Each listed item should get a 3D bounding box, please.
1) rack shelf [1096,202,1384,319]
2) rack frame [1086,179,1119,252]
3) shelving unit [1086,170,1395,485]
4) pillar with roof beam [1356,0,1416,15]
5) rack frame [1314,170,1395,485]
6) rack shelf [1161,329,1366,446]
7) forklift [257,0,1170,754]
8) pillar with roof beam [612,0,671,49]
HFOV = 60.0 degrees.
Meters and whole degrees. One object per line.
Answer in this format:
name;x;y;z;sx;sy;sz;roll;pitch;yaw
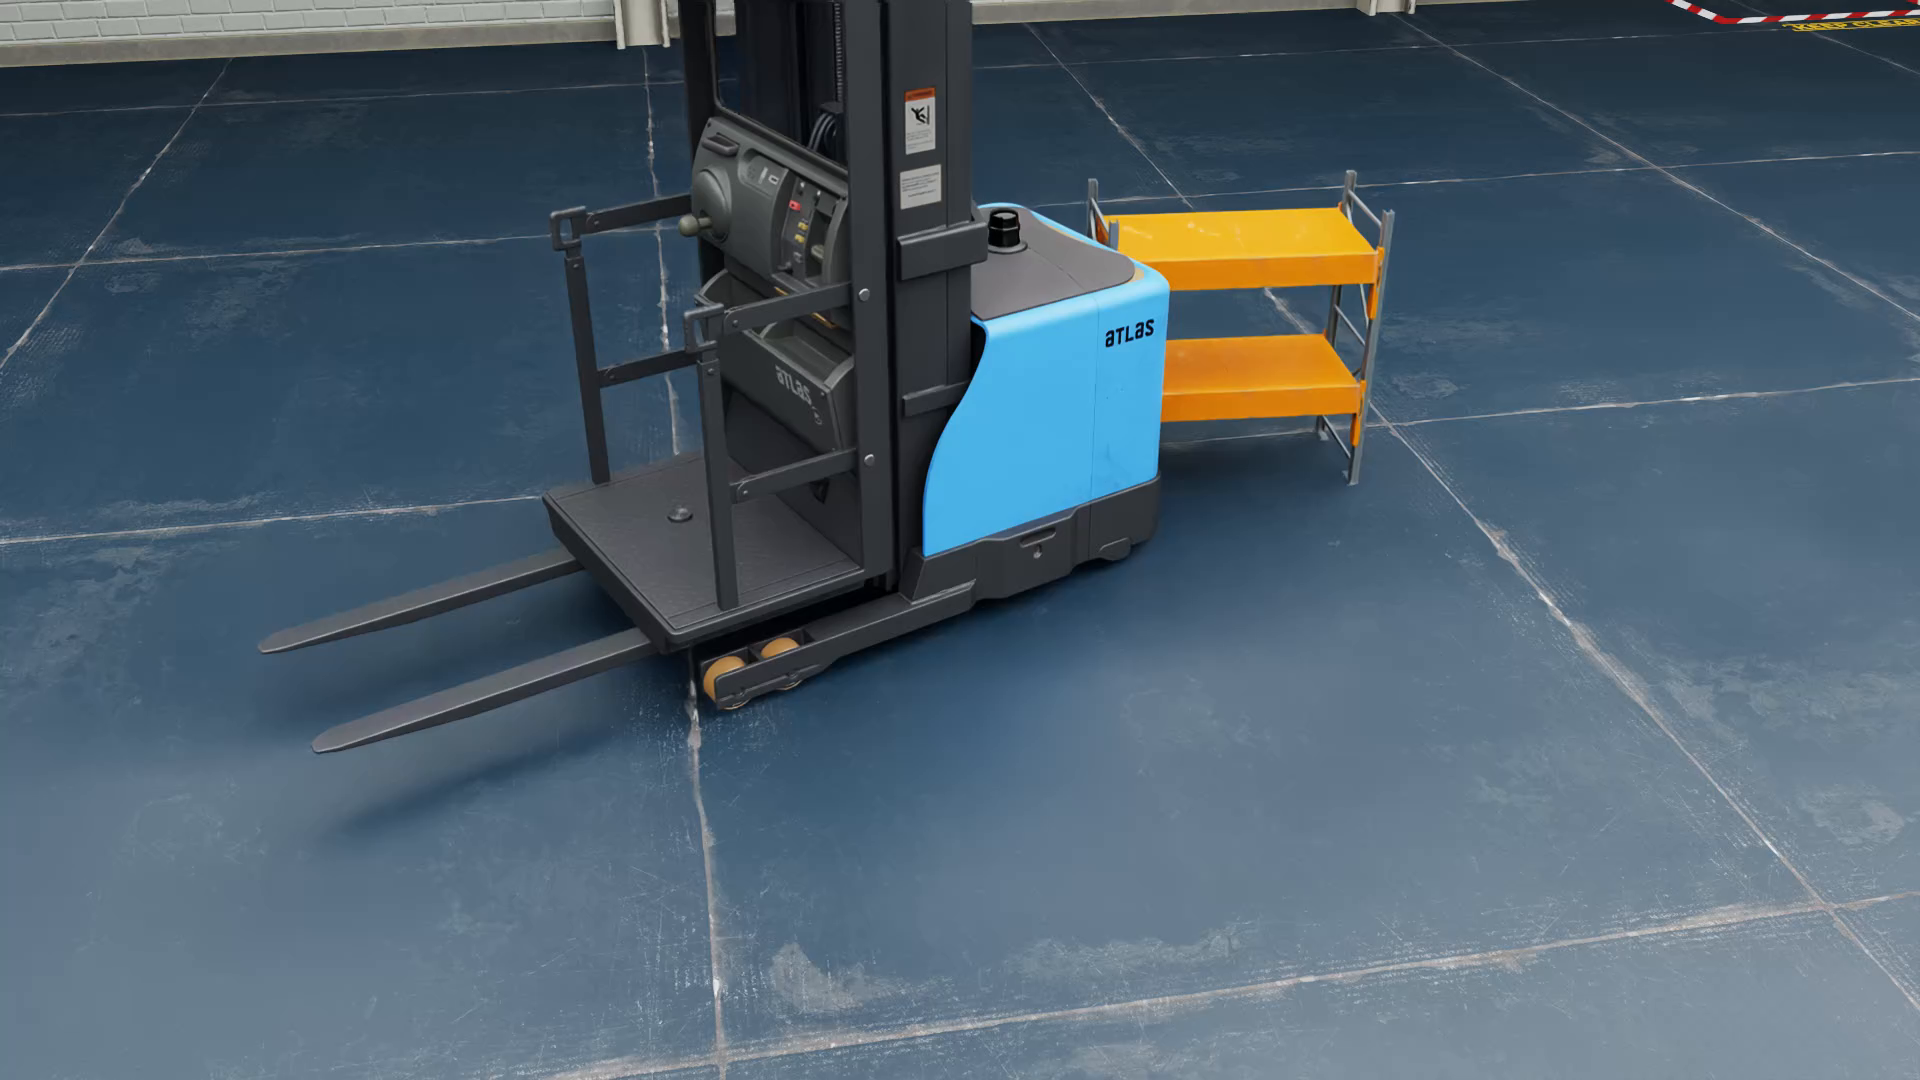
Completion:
rack shelf;1.038;-1.057;6.360;1.000;0.278;0.538;-3;31;-5
rack frame;0.532;-0.778;6.464;0.032;1.125;0.500;-3;31;-5
shelving unit;1.038;-0.804;6.508;1.048;1.125;0.538;-3;31;-5
pillar with roof beam;4.259;-6.081;7.714;0.400;9.000;9.100;-5;31;-9
rack frame;1.544;-0.830;6.552;0.032;1.125;0.500;-3;31;-5
rack shelf;1.038;-0.594;6.632;1.000;0.278;0.538;-3;31;-5
forklift;-0.776;-1.026;5.104;3.031;2.935;1.130;-19;35;-29
pillar with roof beam;-1.642;-5.533;6.782;0.400;9.000;9.100;-5;31;-9
